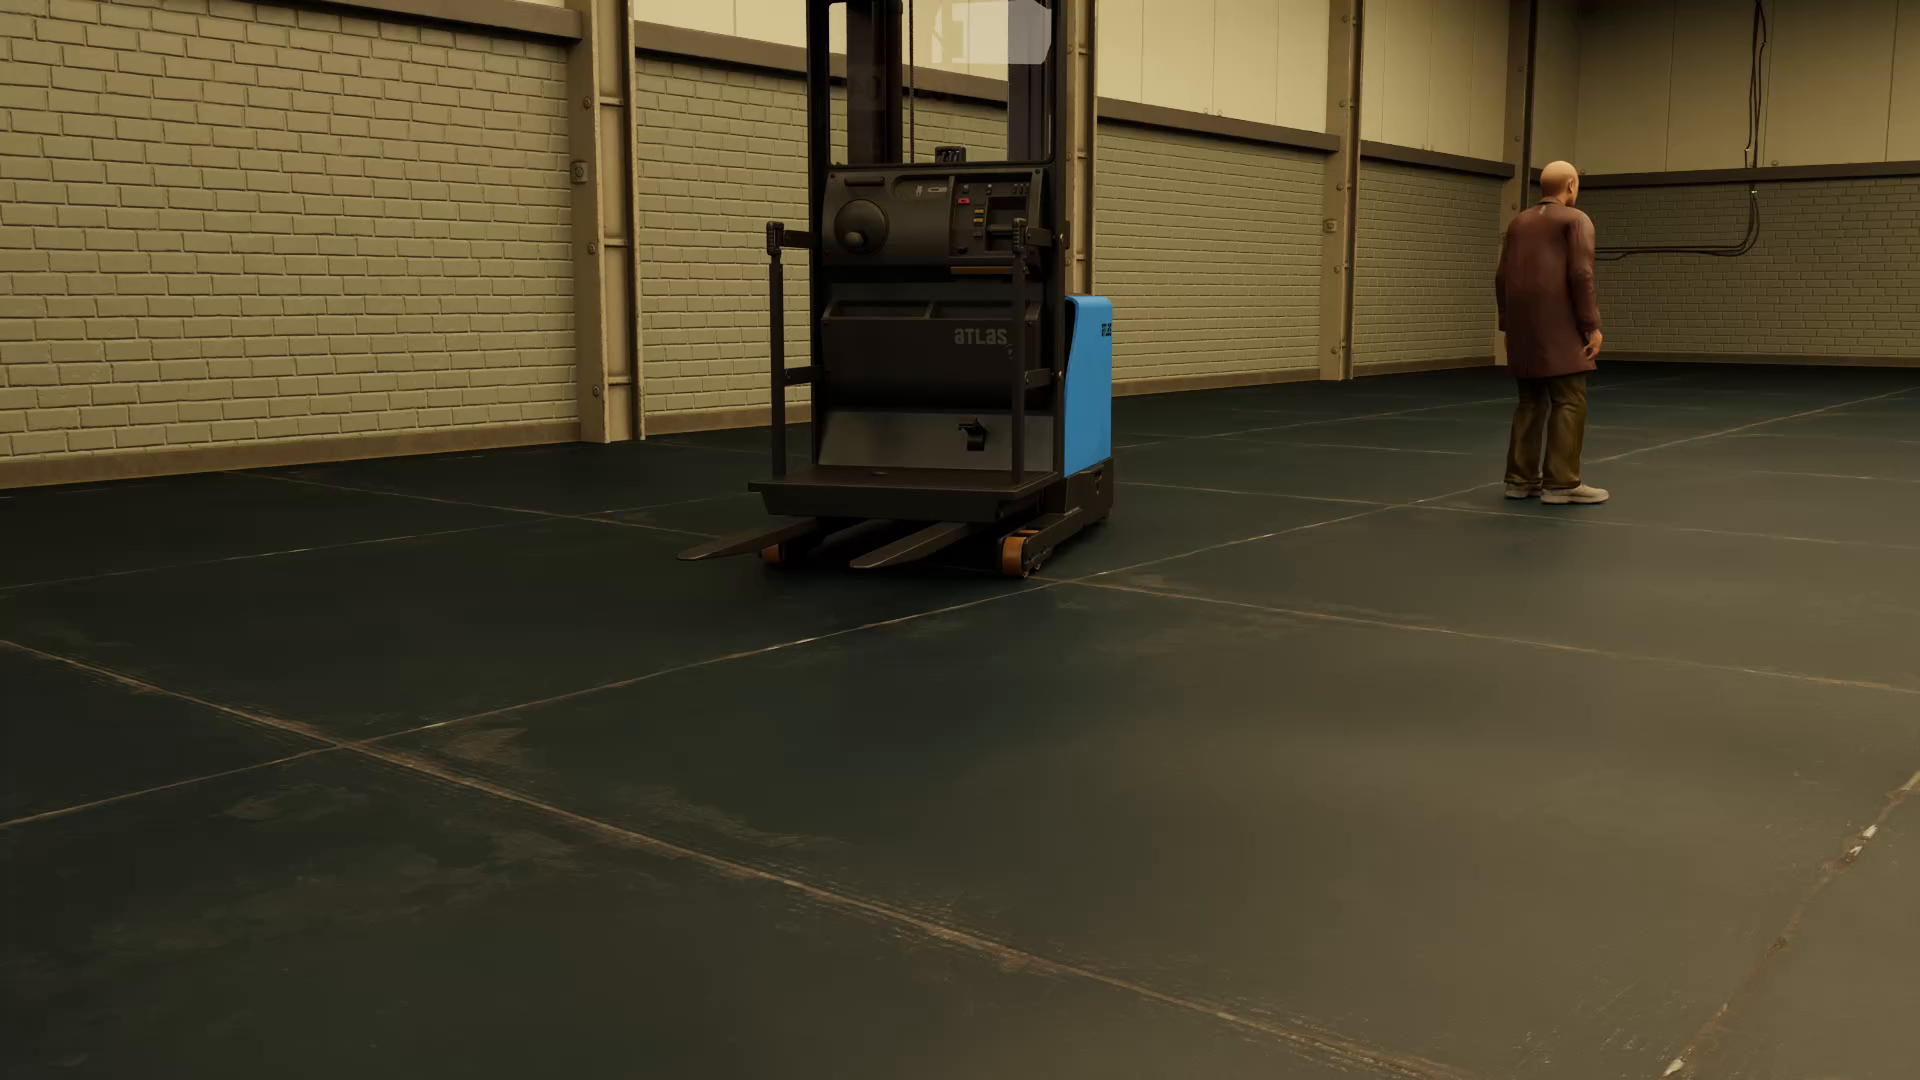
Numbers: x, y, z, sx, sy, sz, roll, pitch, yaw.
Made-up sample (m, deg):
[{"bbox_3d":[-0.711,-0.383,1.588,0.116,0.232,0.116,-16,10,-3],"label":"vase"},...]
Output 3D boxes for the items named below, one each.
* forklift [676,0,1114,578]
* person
[{"bbox_3d":[-0.176,-1.366,6.616,1.130,2.935,3.031,3,9,17],"label":"forklift"},{"bbox_3d":[3.106,-1.097,8.775,0.434,1.773,0.652,-4,9,-27],"label":"person"}]
